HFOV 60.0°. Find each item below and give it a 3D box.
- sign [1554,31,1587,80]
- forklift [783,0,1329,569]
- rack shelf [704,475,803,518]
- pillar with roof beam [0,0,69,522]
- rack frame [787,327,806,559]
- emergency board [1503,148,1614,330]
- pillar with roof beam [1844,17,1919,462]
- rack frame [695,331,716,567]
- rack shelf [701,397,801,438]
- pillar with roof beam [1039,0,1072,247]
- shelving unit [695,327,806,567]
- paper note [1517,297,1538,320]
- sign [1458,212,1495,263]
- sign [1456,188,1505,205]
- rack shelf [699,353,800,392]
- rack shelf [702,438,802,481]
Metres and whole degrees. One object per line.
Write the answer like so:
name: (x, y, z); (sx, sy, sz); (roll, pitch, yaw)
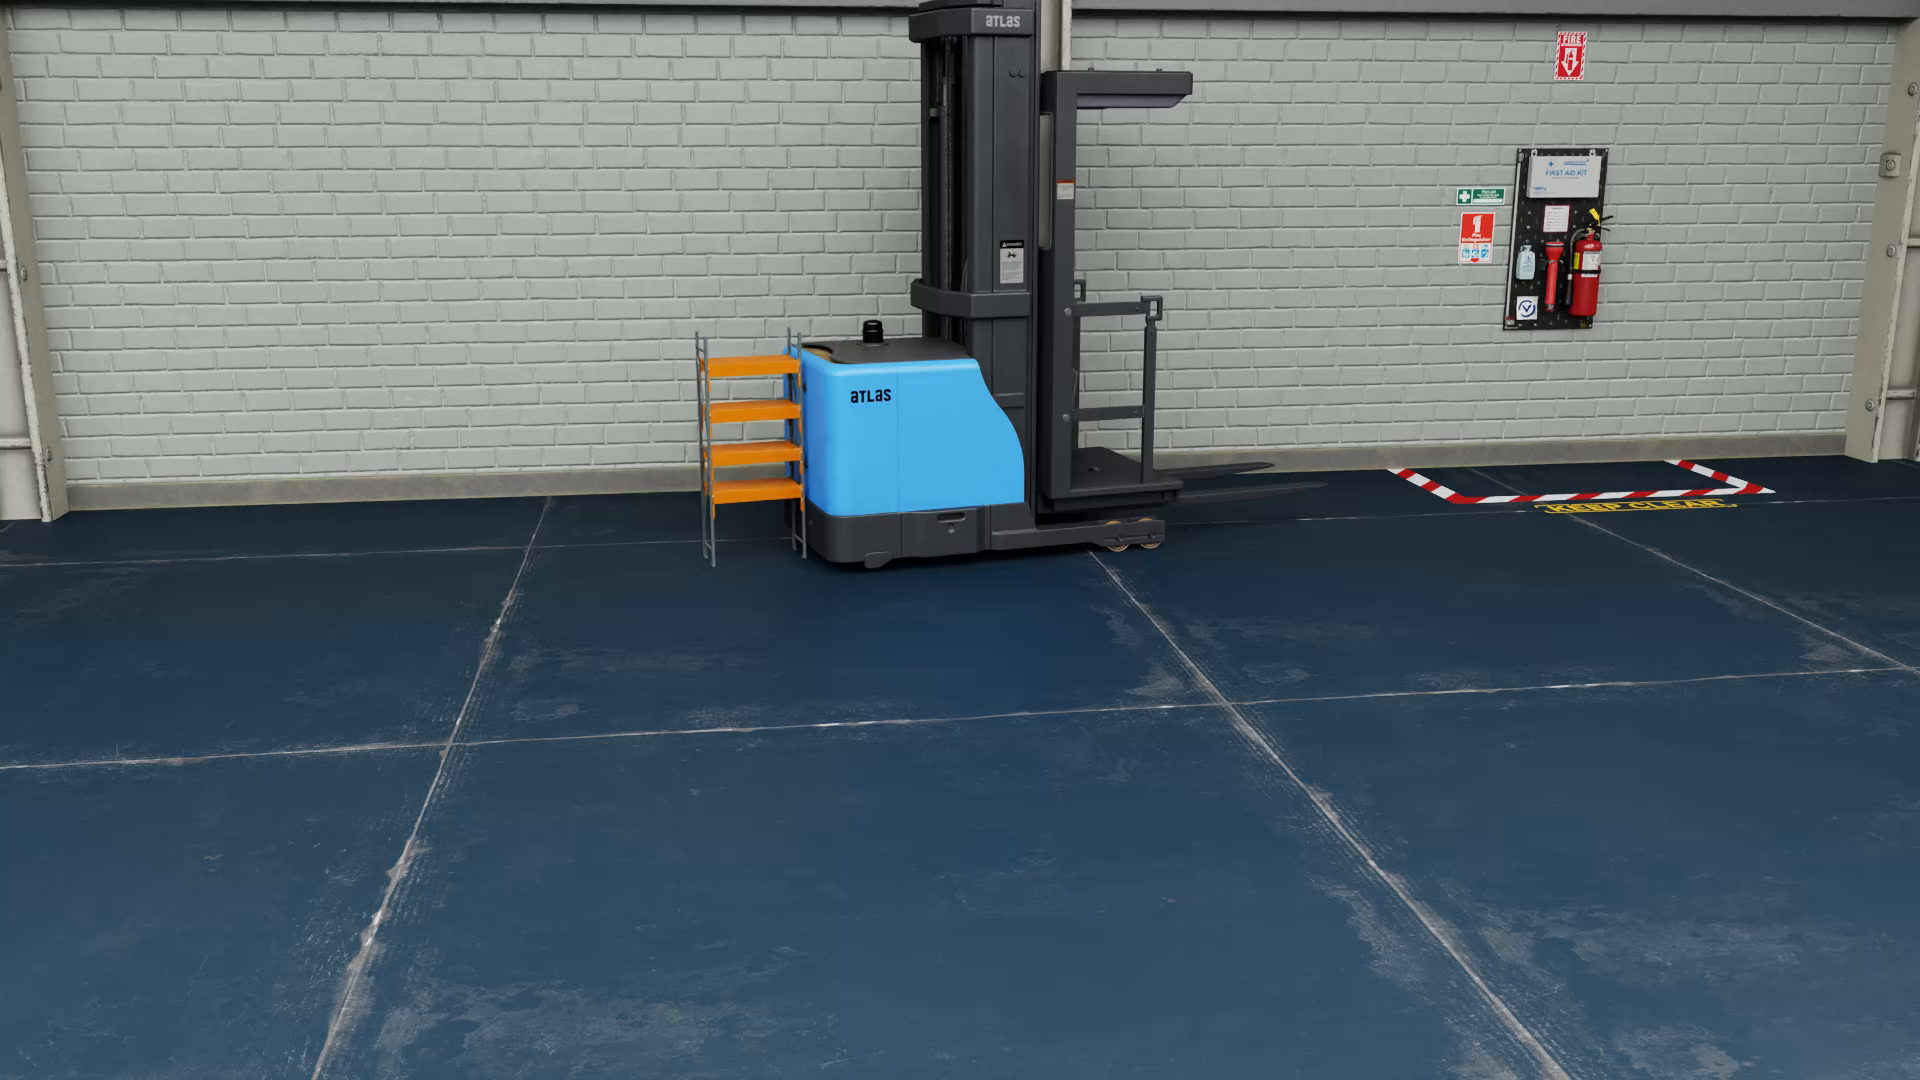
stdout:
sign: (3.904, -3.095, 10.631); (0.199, 0.298, 0.001); (-2, 14, -8)
forklift: (0.590, -1.473, 9.072); (3.031, 2.935, 1.130); (-5, 15, -19)
rack shelf: (-1.093, -0.232, 8.772); (0.480, 0.148, 0.258); (-5, 15, -19)
pillar with roof beam: (-4.849, -3.467, 4.546); (0.400, 9.000, 9.100); (-2, 14, -8)
rack frame: (-0.863, -0.510, 8.789); (0.015, 1.200, 0.240); (-5, 15, -19)
emergency board: (3.927, -1.947, 10.818); (0.643, 1.169, 0.194); (-2, 14, -8)
pillar with roof beam: (7.017, -3.902, 6.280); (0.400, 9.000, 9.100); (-2, 14, -8)
rack frame: (-1.322, -0.469, 8.627); (0.015, 1.200, 0.240); (-5, 15, -19)
rack shelf: (-1.093, -0.641, 8.670); (0.480, 0.148, 0.258); (-5, 15, -19)
pillar with roof beam: (1.084, -3.684, 5.413); (0.400, 9.000, 9.100); (-2, 14, -8)
shelving unit: (-1.093, -0.490, 8.708); (0.503, 1.200, 0.258); (-5, 15, -19)
paper note: (3.741, -1.530, 10.966); (0.142, 0.148, 0.016); (-2, 14, -8)
sign: (3.365, -1.969, 10.833); (0.234, 0.329, 0.001); (-2, 14, -8)
sign: (3.370, -2.224, 10.761); (0.331, 0.109, 0.001); (-2, 14, -8)
rack shelf: (-1.093, -0.871, 8.612); (0.480, 0.148, 0.258); (-5, 15, -19)
rack shelf: (-1.093, -0.424, 8.724); (0.480, 0.148, 0.258); (-5, 15, -19)
